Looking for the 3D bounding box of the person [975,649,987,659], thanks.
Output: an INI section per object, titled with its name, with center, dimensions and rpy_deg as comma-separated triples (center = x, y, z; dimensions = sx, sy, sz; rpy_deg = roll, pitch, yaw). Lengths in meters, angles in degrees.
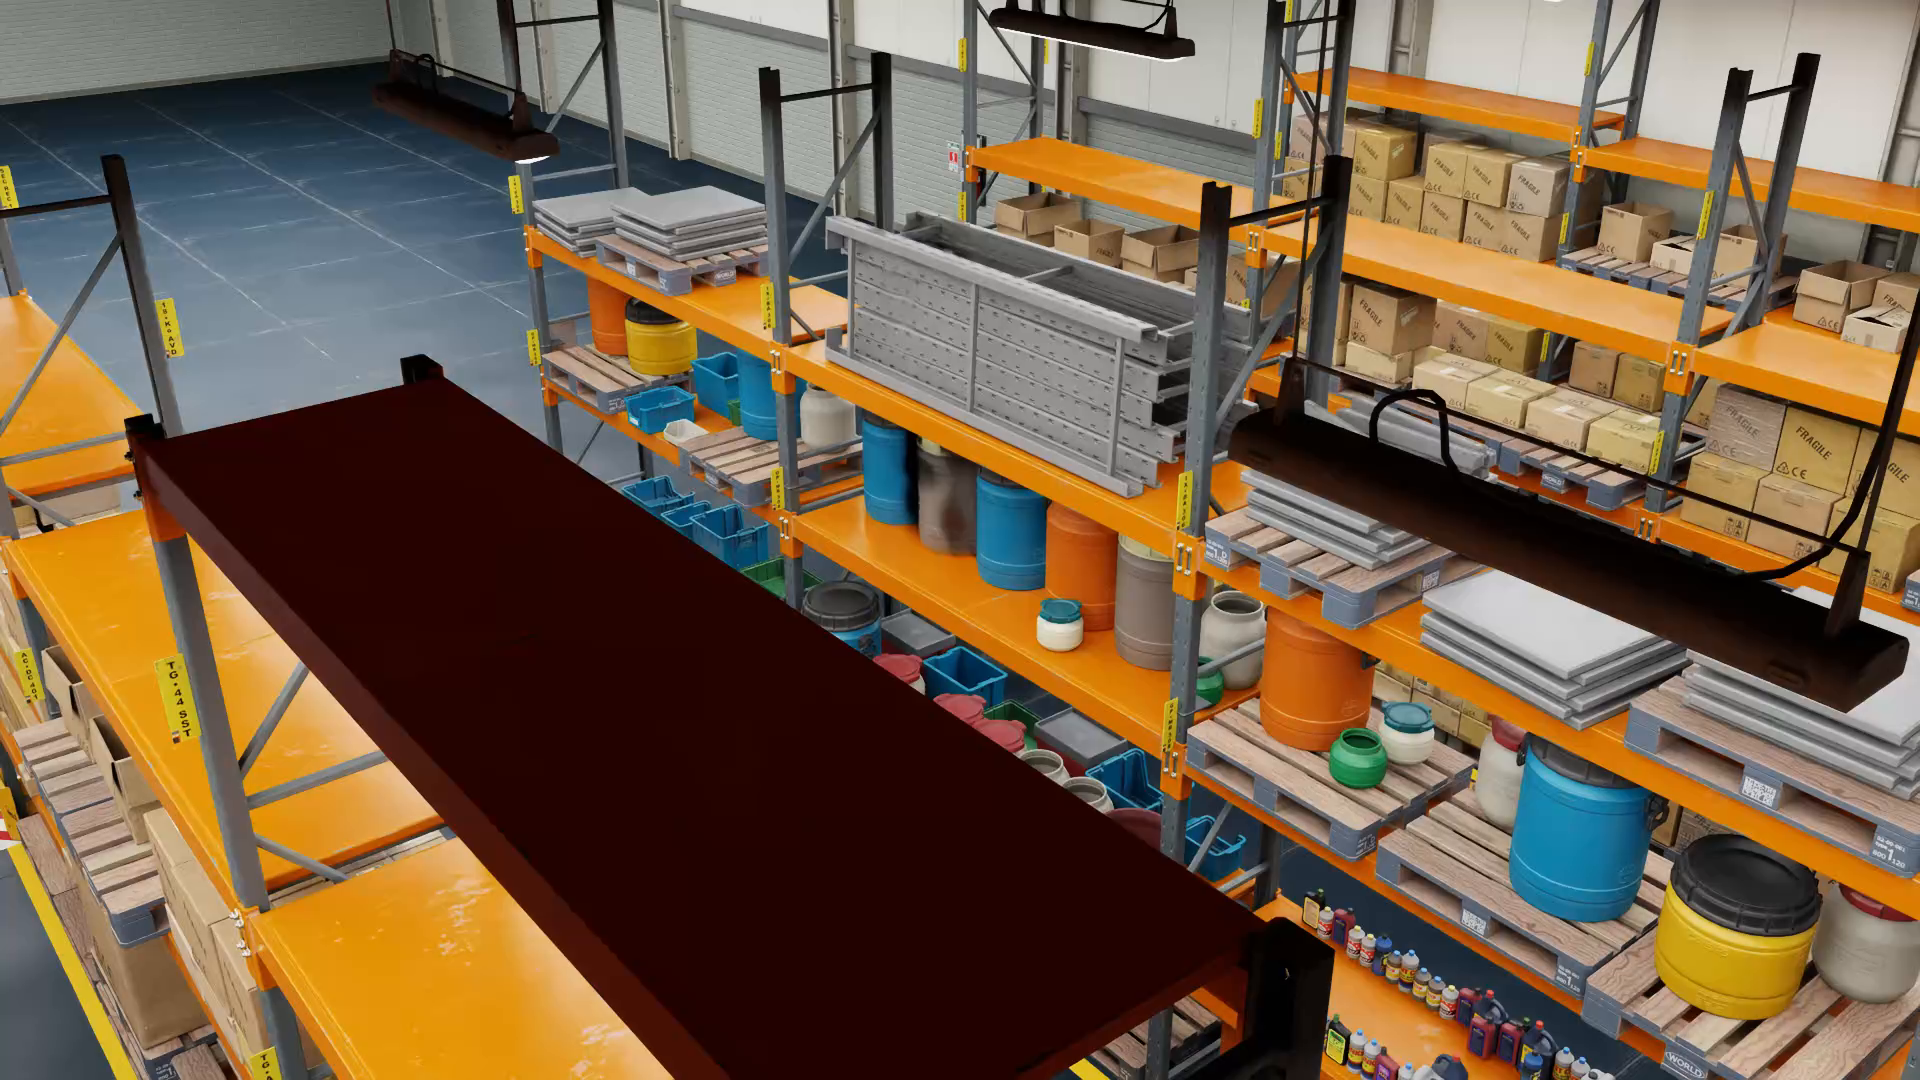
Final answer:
[person]
center = -0.045, 0.400, 15.482
dimensions = 0.854, 1.719, 0.710
rpy_deg = 13, 29, 25
